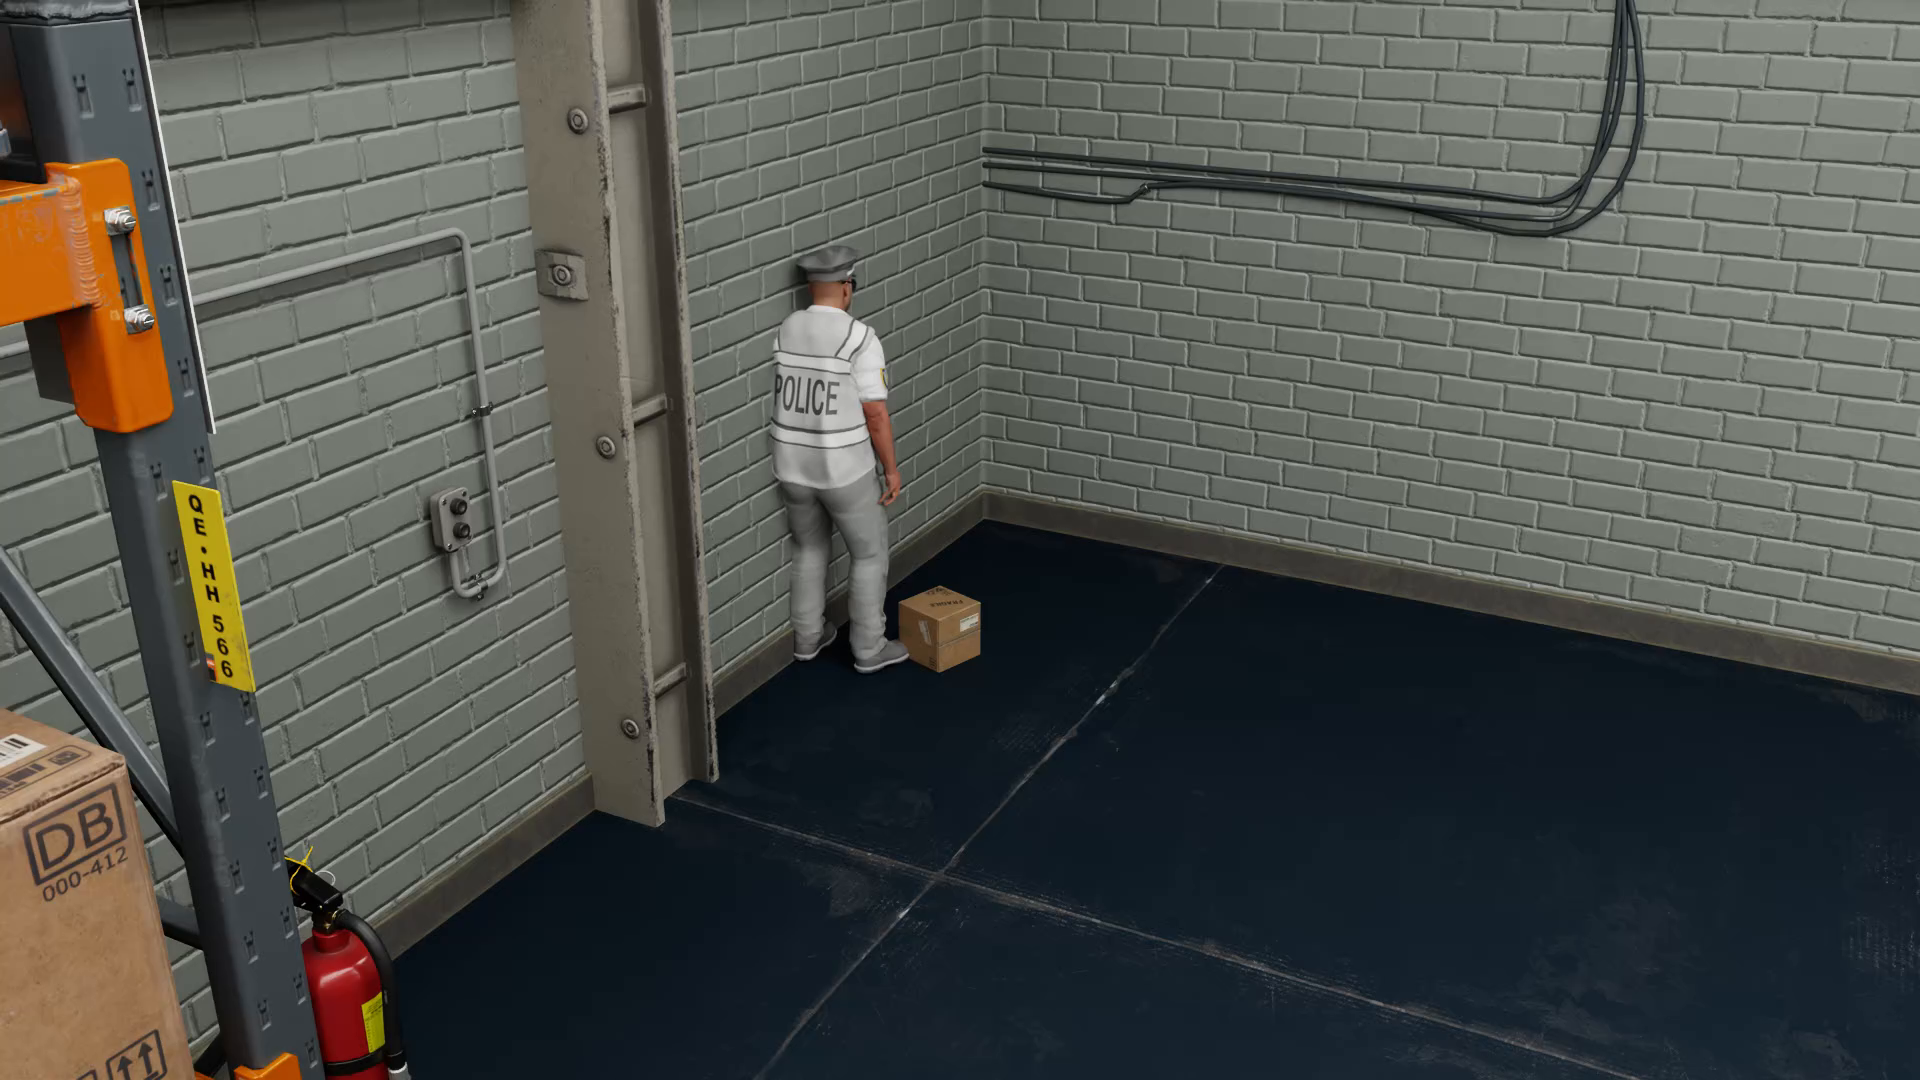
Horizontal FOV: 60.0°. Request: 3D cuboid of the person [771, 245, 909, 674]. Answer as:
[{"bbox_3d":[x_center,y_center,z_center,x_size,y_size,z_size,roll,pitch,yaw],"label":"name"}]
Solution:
[{"bbox_3d":[-0.533,-0.304,6.814,0.592,1.748,0.435,11,25,24],"label":"person"}]
